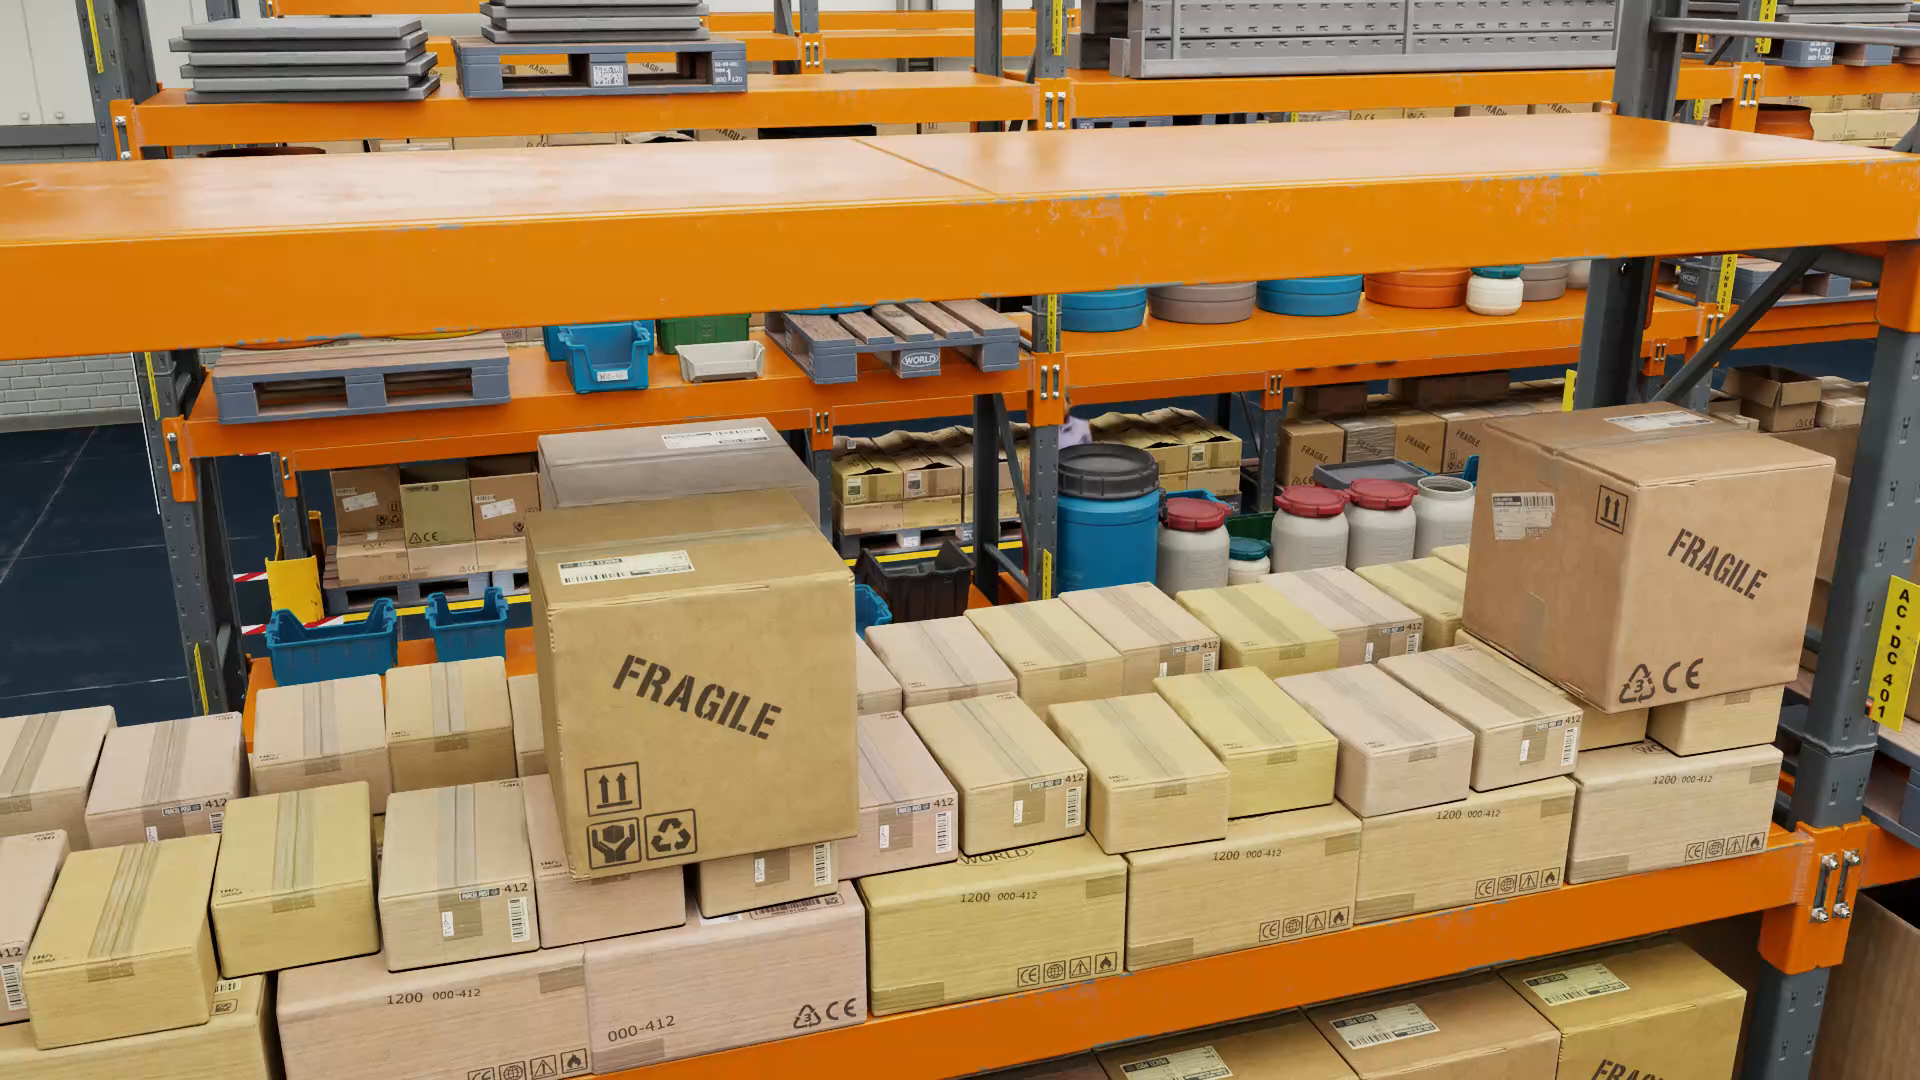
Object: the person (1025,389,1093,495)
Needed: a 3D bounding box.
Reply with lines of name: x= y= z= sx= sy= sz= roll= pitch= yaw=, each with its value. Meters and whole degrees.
person: x=0.750 y=-0.329 z=12.465 sx=0.580 sy=1.648 sz=0.540 roll=-3 pitch=20 yaw=-8
